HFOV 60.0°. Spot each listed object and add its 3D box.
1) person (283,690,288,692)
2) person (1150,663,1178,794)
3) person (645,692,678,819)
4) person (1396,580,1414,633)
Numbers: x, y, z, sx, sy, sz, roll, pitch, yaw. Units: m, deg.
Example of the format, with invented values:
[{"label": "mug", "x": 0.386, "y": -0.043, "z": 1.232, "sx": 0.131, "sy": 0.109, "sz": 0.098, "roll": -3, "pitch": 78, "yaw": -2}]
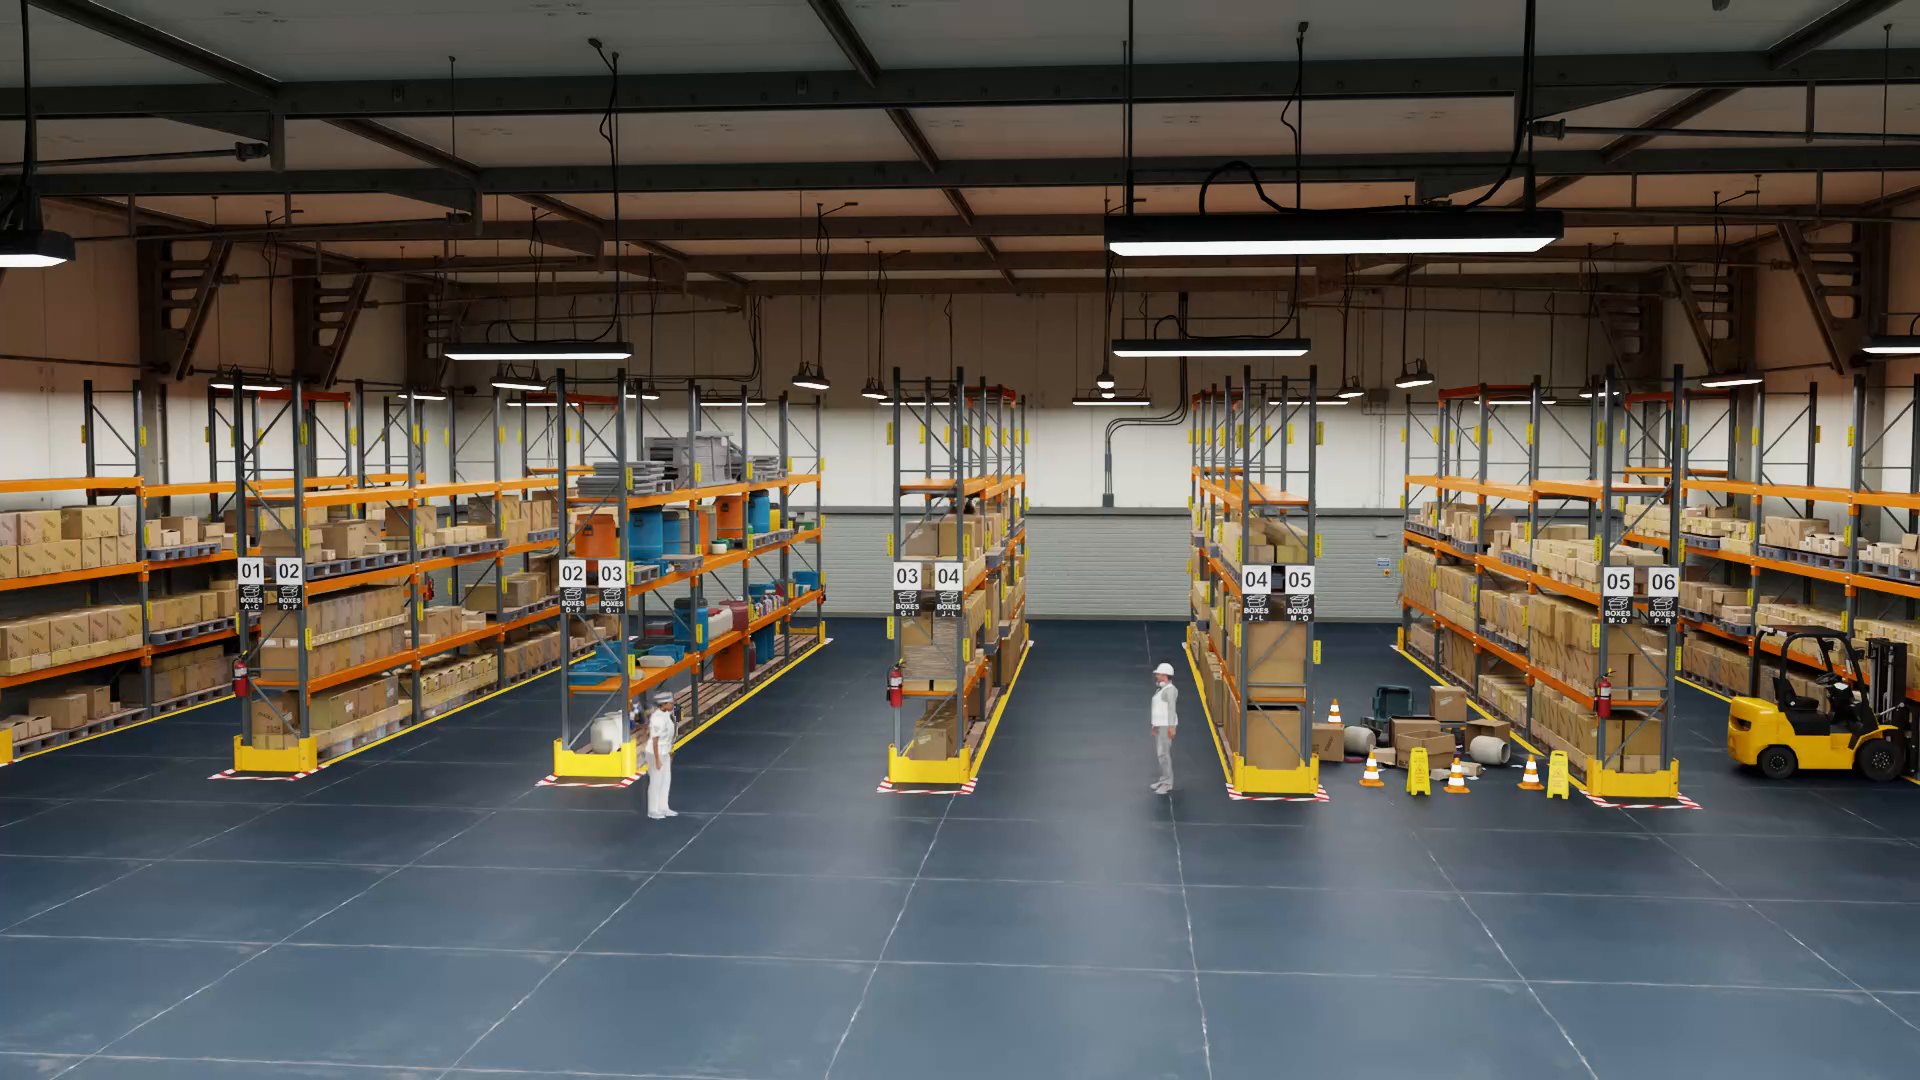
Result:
[{"label": "person", "x": -11.474, "y": 2.389, "z": 28.670, "sx": 0.679, "sy": 1.738, "sz": 0.580, "roll": 3, "pitch": 4, "yaw": 35}, {"label": "person", "x": 2.889, "y": 2.658, "z": 23.581, "sx": 0.381, "sy": 1.810, "sz": 0.628, "roll": 0, "pitch": 4, "yaw": -5}, {"label": "person", "x": -3.927, "y": 2.822, "z": 21.819, "sx": 0.392, "sy": 1.678, "sz": 0.476, "roll": 0, "pitch": 4, "yaw": 8}, {"label": "person", "x": 11.299, "y": 1.582, "z": 42.033, "sx": 0.549, "sy": 1.692, "sz": 0.436, "roll": -1, "pitch": 4, "yaw": -16}]
